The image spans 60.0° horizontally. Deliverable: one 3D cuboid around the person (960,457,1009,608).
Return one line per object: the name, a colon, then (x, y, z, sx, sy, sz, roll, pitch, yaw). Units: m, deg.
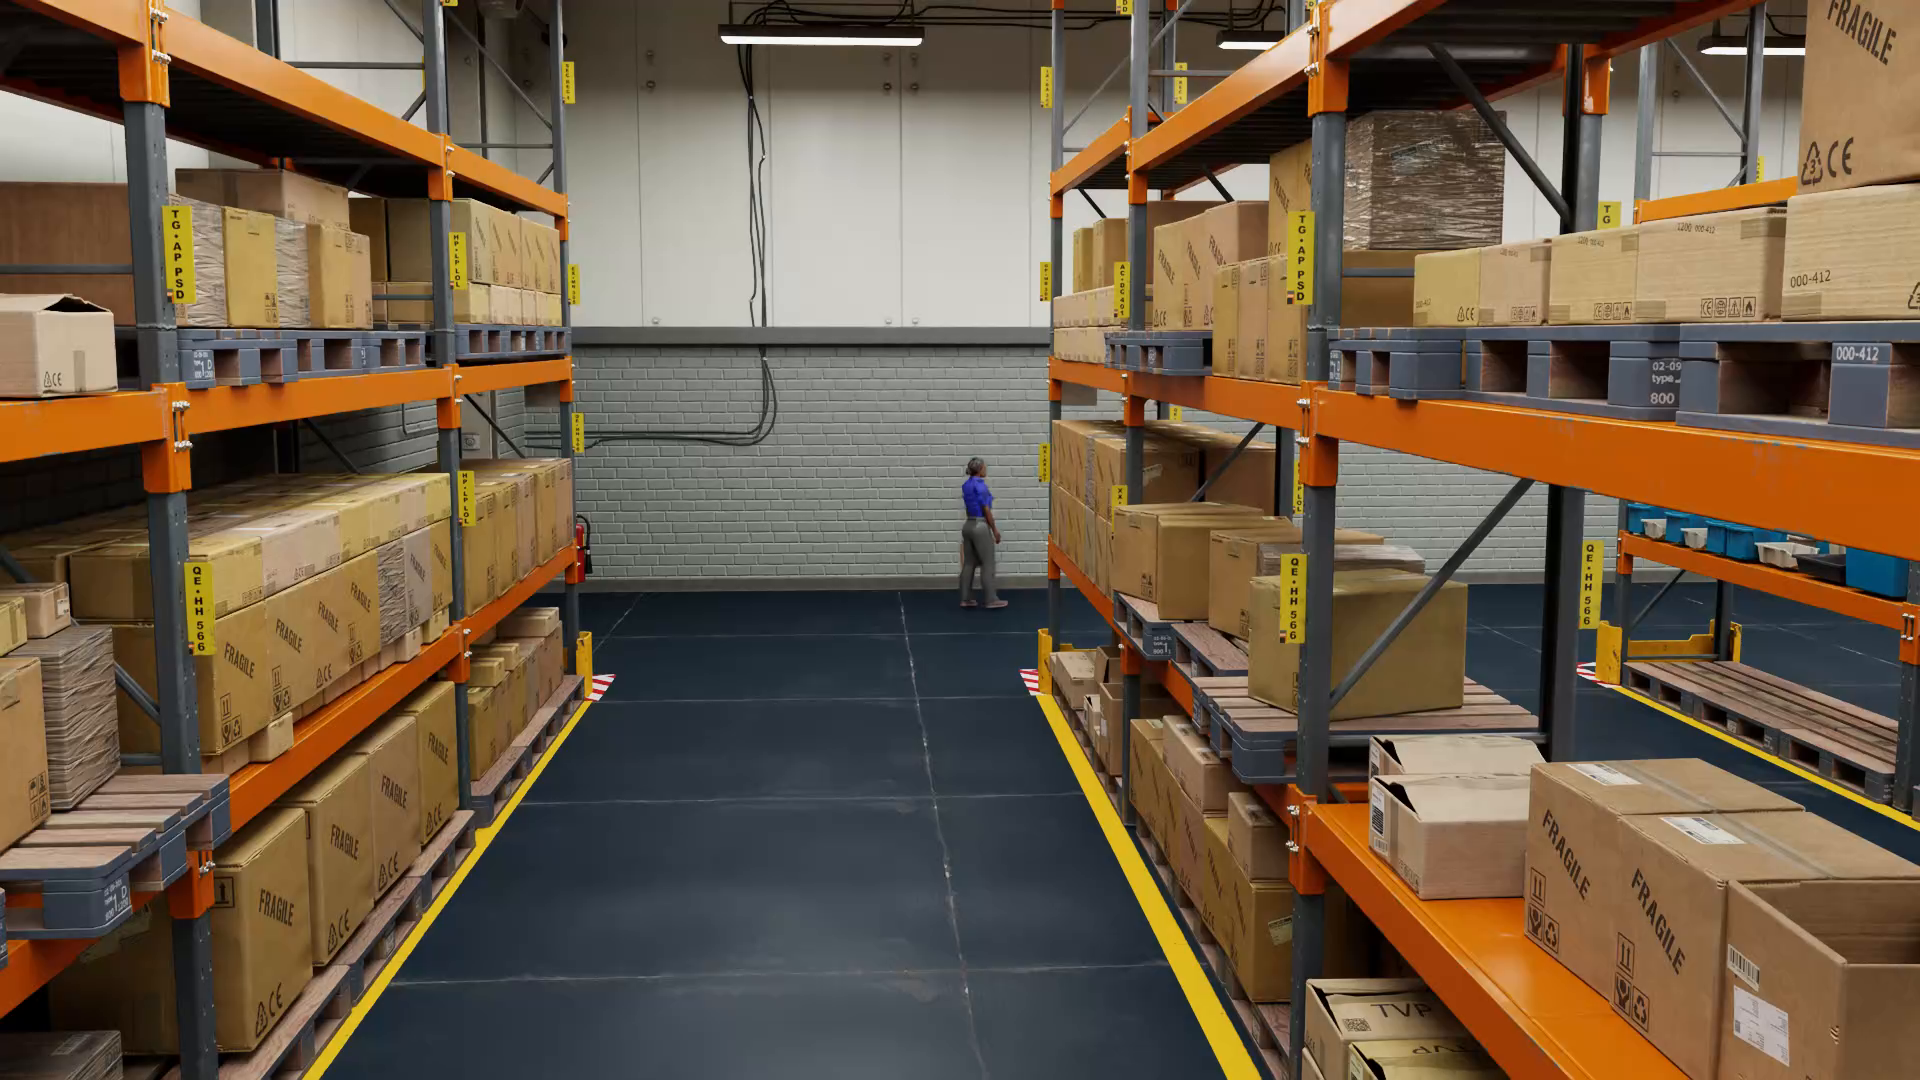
person: (0.259, -0.082, 18.278, 0.477, 1.663, 0.496, -4, 8, -27)
